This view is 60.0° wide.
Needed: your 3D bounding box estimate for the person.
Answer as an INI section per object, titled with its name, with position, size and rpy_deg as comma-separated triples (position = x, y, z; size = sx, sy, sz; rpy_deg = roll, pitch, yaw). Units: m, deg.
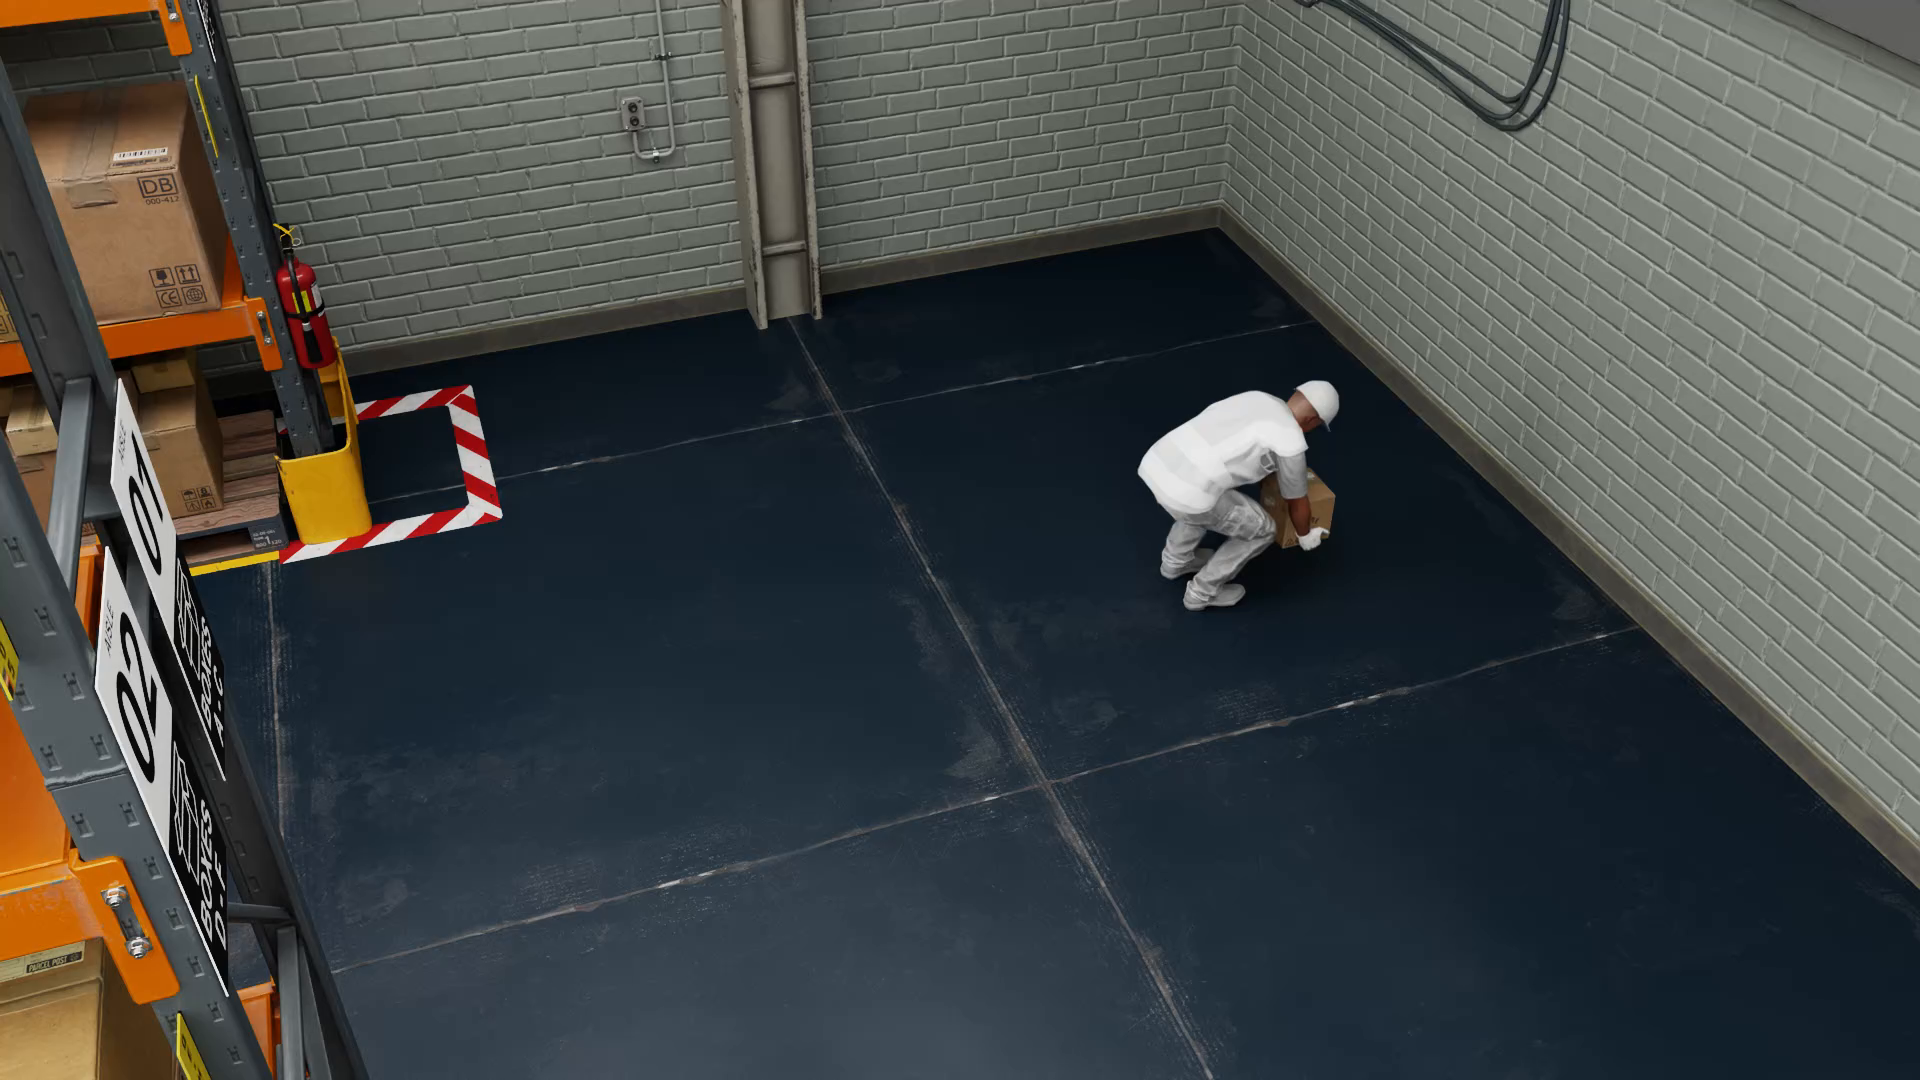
[person]
position = 1.285, -0.224, 7.713
size = 0.965, 0.995, 0.550
rpy_deg = -14, 40, -18
